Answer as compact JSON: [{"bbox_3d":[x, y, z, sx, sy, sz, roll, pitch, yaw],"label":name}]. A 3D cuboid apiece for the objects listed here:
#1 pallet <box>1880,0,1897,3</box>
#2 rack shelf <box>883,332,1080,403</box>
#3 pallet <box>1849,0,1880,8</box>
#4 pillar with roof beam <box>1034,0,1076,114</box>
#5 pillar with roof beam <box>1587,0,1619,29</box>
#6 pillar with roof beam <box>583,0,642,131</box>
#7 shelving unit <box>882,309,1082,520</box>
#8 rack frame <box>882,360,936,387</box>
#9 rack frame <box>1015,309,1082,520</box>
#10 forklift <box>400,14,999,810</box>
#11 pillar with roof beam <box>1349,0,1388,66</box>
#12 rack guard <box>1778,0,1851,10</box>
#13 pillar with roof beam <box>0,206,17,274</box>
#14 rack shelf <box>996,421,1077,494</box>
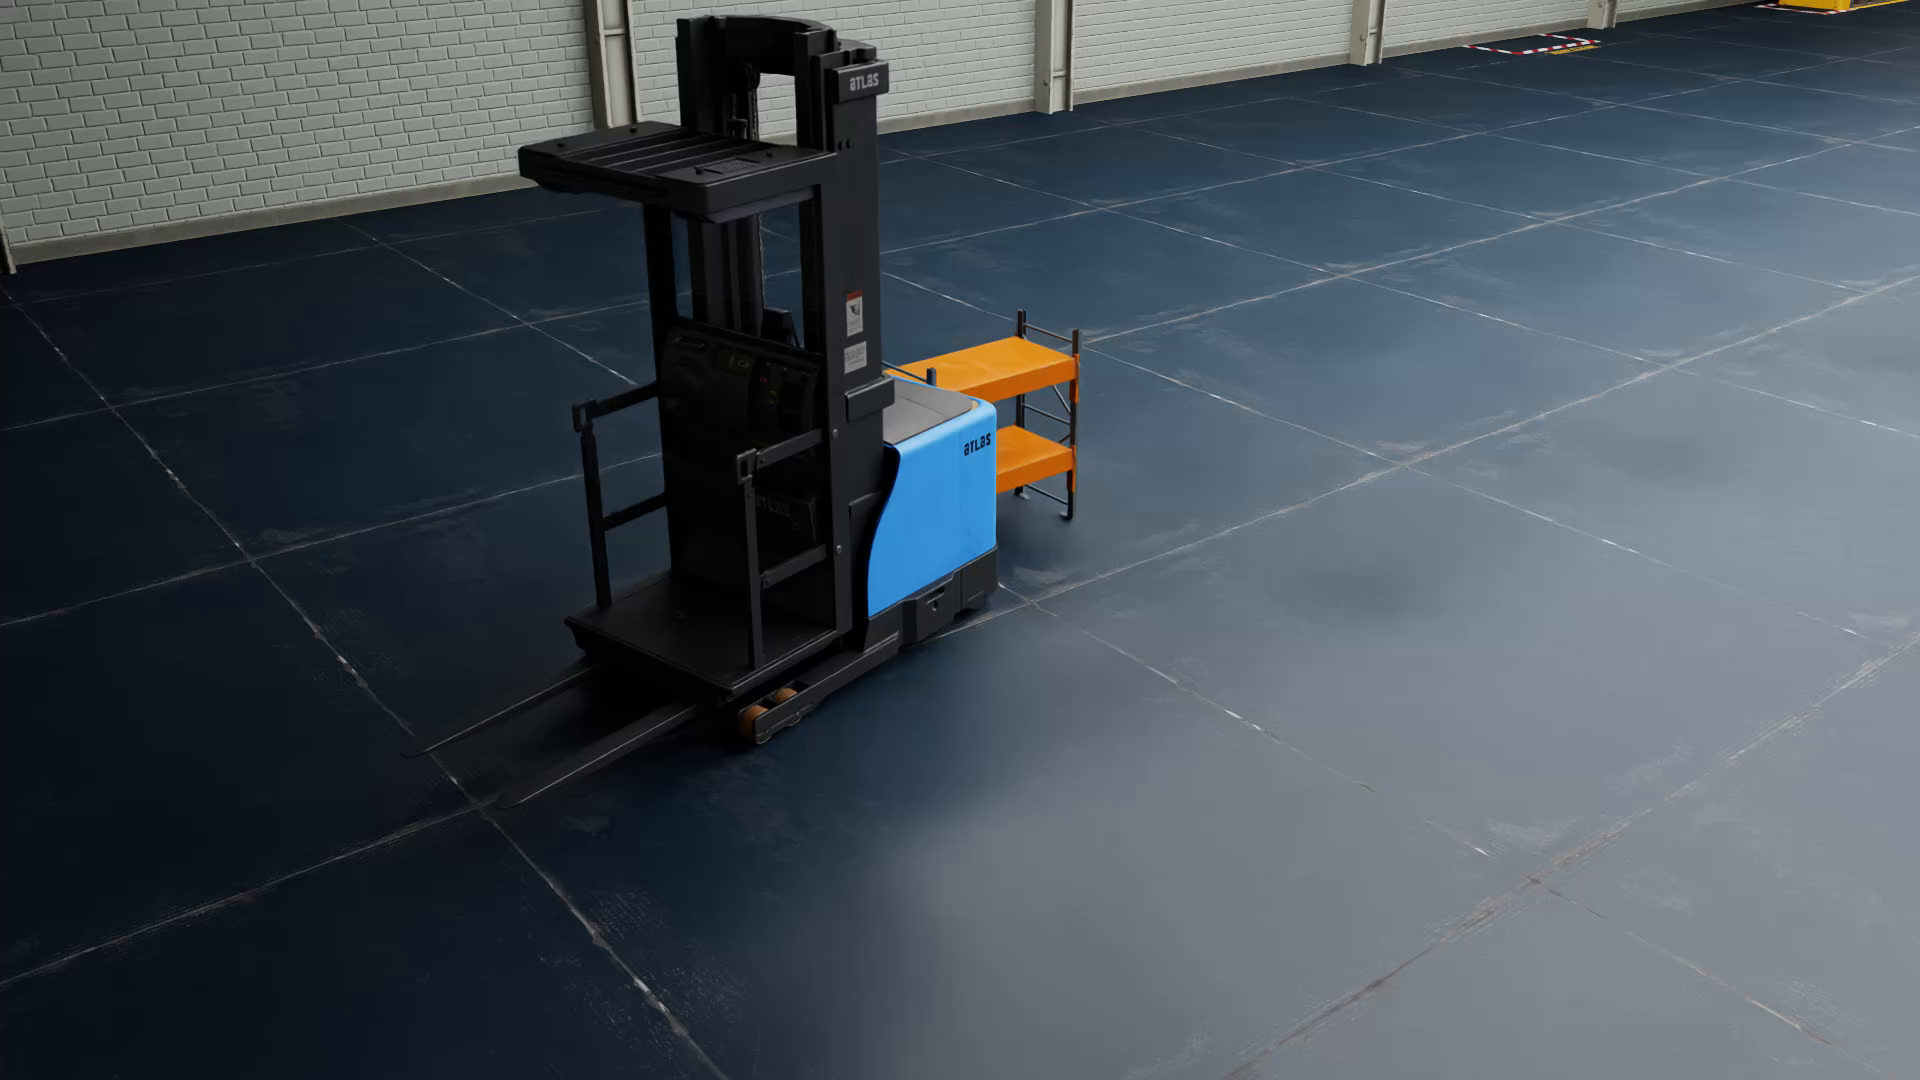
[{"bbox_3d":[16.996,-10.226,31.033,1.213,0.211,1.003,-18,31,-34],"label":"pallet"},{"bbox_3d":[0.102,-0.838,9.024,1.000,0.278,0.538,-19,31,-35],"label":"rack shelf"},{"bbox_3d":[16.037,-9.911,30.354,1.213,0.211,1.003,-18,31,-34],"label":"pallet"},{"bbox_3d":[3.825,-8.044,15.894,0.400,9.000,9.100,-18,31,-34],"label":"pillar with roof beam"},{"bbox_3d":[13.268,-11.162,22.610,0.400,9.000,9.100,-18,31,-34],"label":"pillar with roof beam"},{"bbox_3d":[-0.896,-6.486,12.535,0.400,9.000,9.100,-18,31,-34],"label":"pillar with roof beam"},{"bbox_3d":[0.102,-0.572,9.147,1.048,1.125,0.538,-19,31,-35],"label":"shelving unit"},{"bbox_3d":[-0.291,-0.437,8.854,0.032,1.125,0.500,-19,31,-35],"label":"rack frame"},{"bbox_3d":[0.495,-0.708,9.440,0.032,1.125,0.500,-19,31,-35],"label":"rack frame"},{"bbox_3d":[-1.108,-0.668,7.207,1.130,2.935,3.031,18,31,34],"label":"forklift"},{"bbox_3d":[8.547,-9.603,19.252,0.400,9.000,9.100,-18,31,-34],"label":"pillar with roof beam"},{"bbox_3d":[15.376,-9.843,29.864,0.348,0.500,1.175,-18,31,-34],"label":"rack guard"},{"bbox_3d":[-5.618,-4.927,9.177,0.400,9.000,9.100,-18,31,-34],"label":"pillar with roof beam"},{"bbox_3d":[0.102,-0.351,9.250,1.000,0.278,0.538,-19,31,-35],"label":"rack shelf"}]
